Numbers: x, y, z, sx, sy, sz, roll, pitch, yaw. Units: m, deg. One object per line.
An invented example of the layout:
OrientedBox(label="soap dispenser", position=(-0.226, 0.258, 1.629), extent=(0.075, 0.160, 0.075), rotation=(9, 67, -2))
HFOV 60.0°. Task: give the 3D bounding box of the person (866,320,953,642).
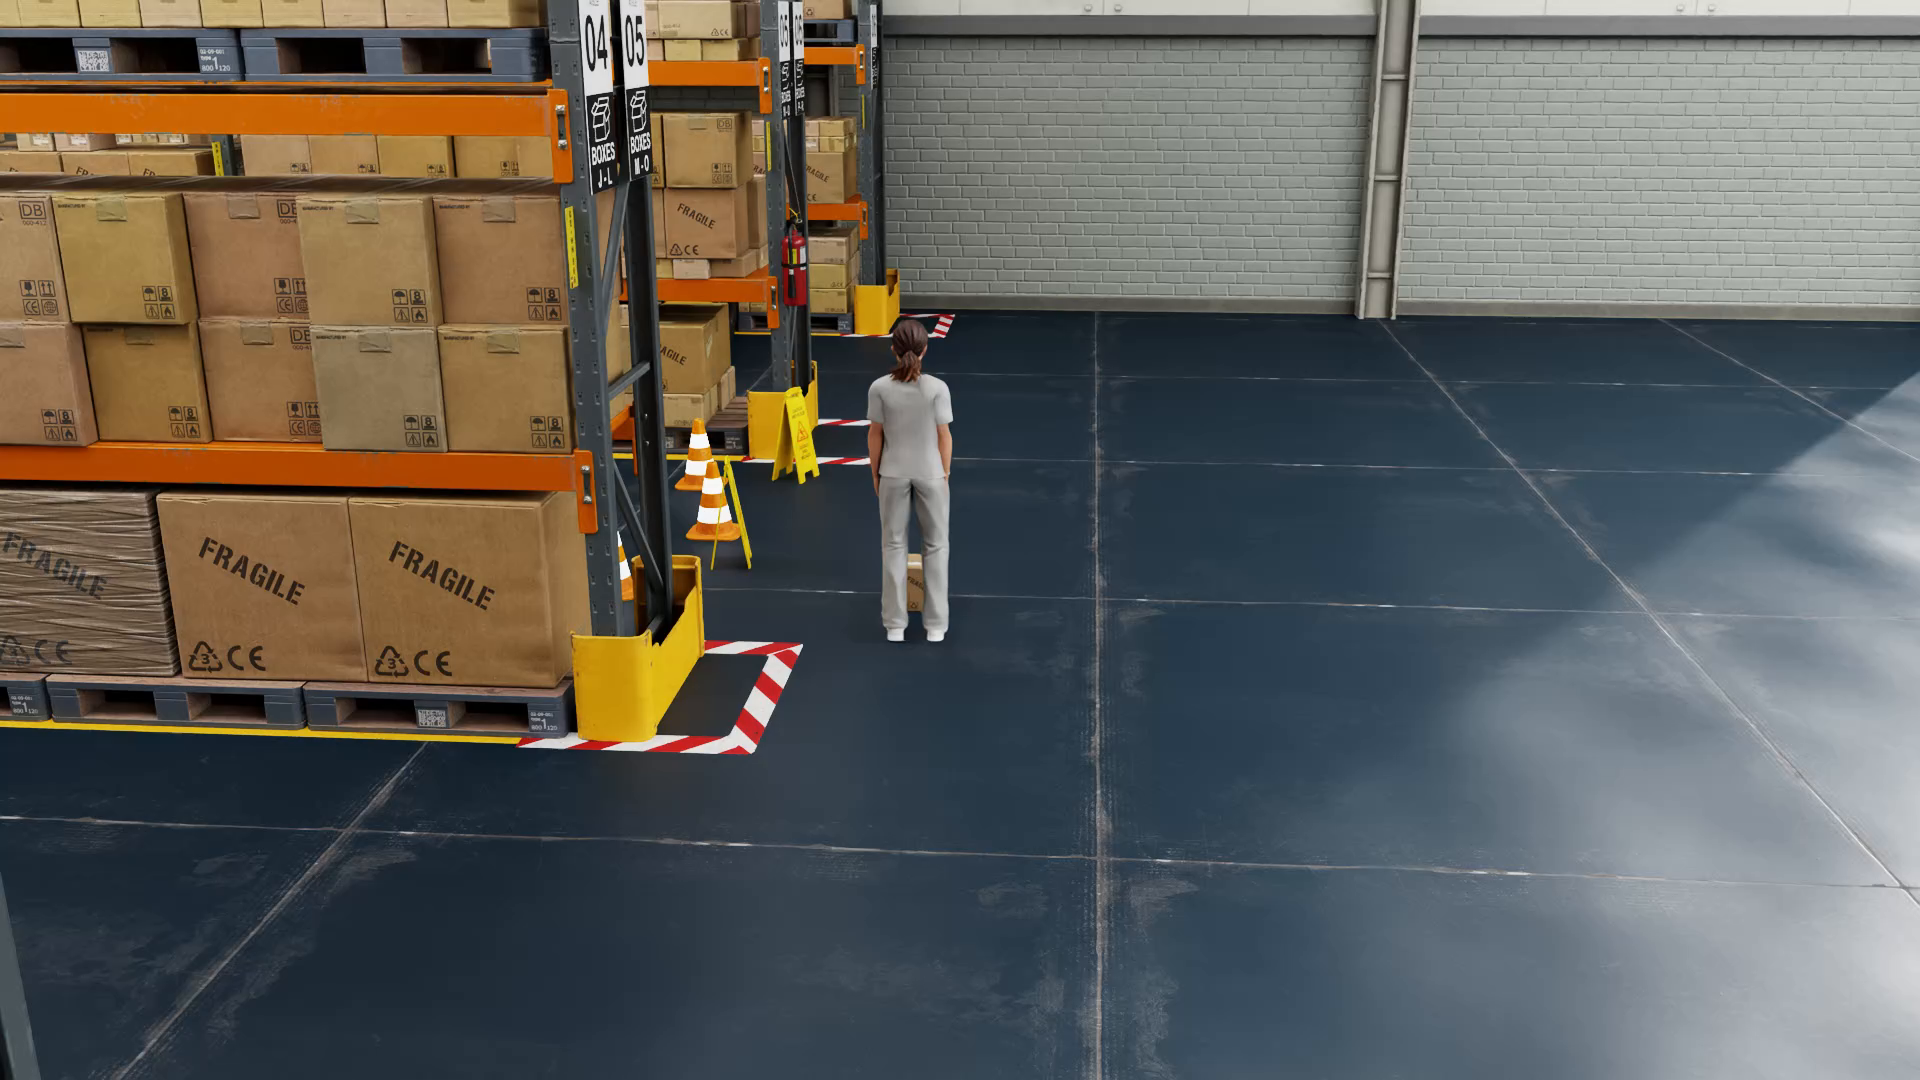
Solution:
OrientedBox(label="person", position=(-0.252, -0.297, 8.498), extent=(0.438, 1.670, 0.365), rotation=(2, 18, 5))
